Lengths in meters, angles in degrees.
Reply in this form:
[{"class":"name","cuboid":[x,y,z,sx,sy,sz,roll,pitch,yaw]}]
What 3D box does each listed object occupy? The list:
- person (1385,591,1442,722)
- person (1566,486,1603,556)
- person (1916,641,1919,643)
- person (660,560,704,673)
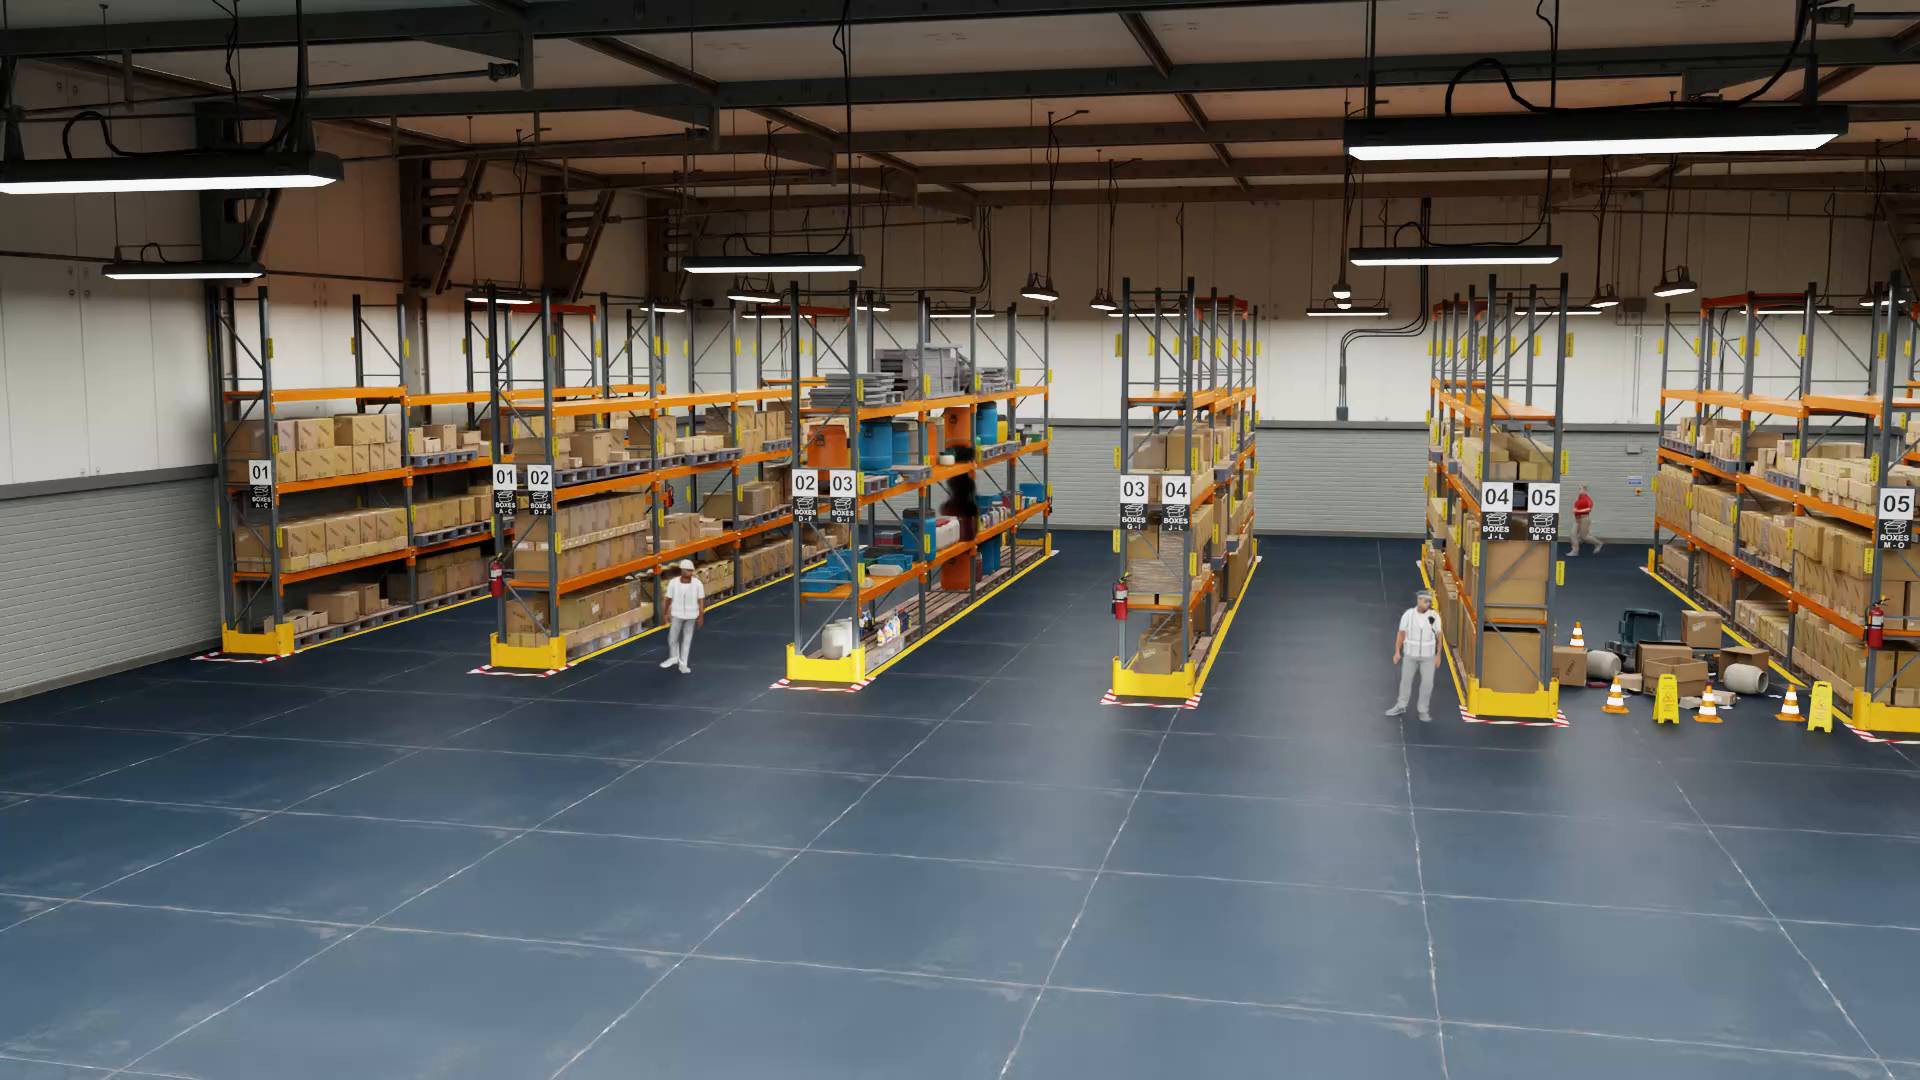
[{"class":"person","cuboid":[6.154,1.574,22.546,0.710,1.818,0.478,1,7,12]},{"class":"person","cuboid":[15.053,-0.459,40.089,0.880,1.702,0.668,-1,7,-6]},{"class":"person","cuboid":[15.136,1.156,26.449,0.659,1.653,0.627,1,7,8]},{"class":"person","cuboid":[-4.293,1.178,25.673,0.697,1.754,0.462,-1,7,-11]}]
